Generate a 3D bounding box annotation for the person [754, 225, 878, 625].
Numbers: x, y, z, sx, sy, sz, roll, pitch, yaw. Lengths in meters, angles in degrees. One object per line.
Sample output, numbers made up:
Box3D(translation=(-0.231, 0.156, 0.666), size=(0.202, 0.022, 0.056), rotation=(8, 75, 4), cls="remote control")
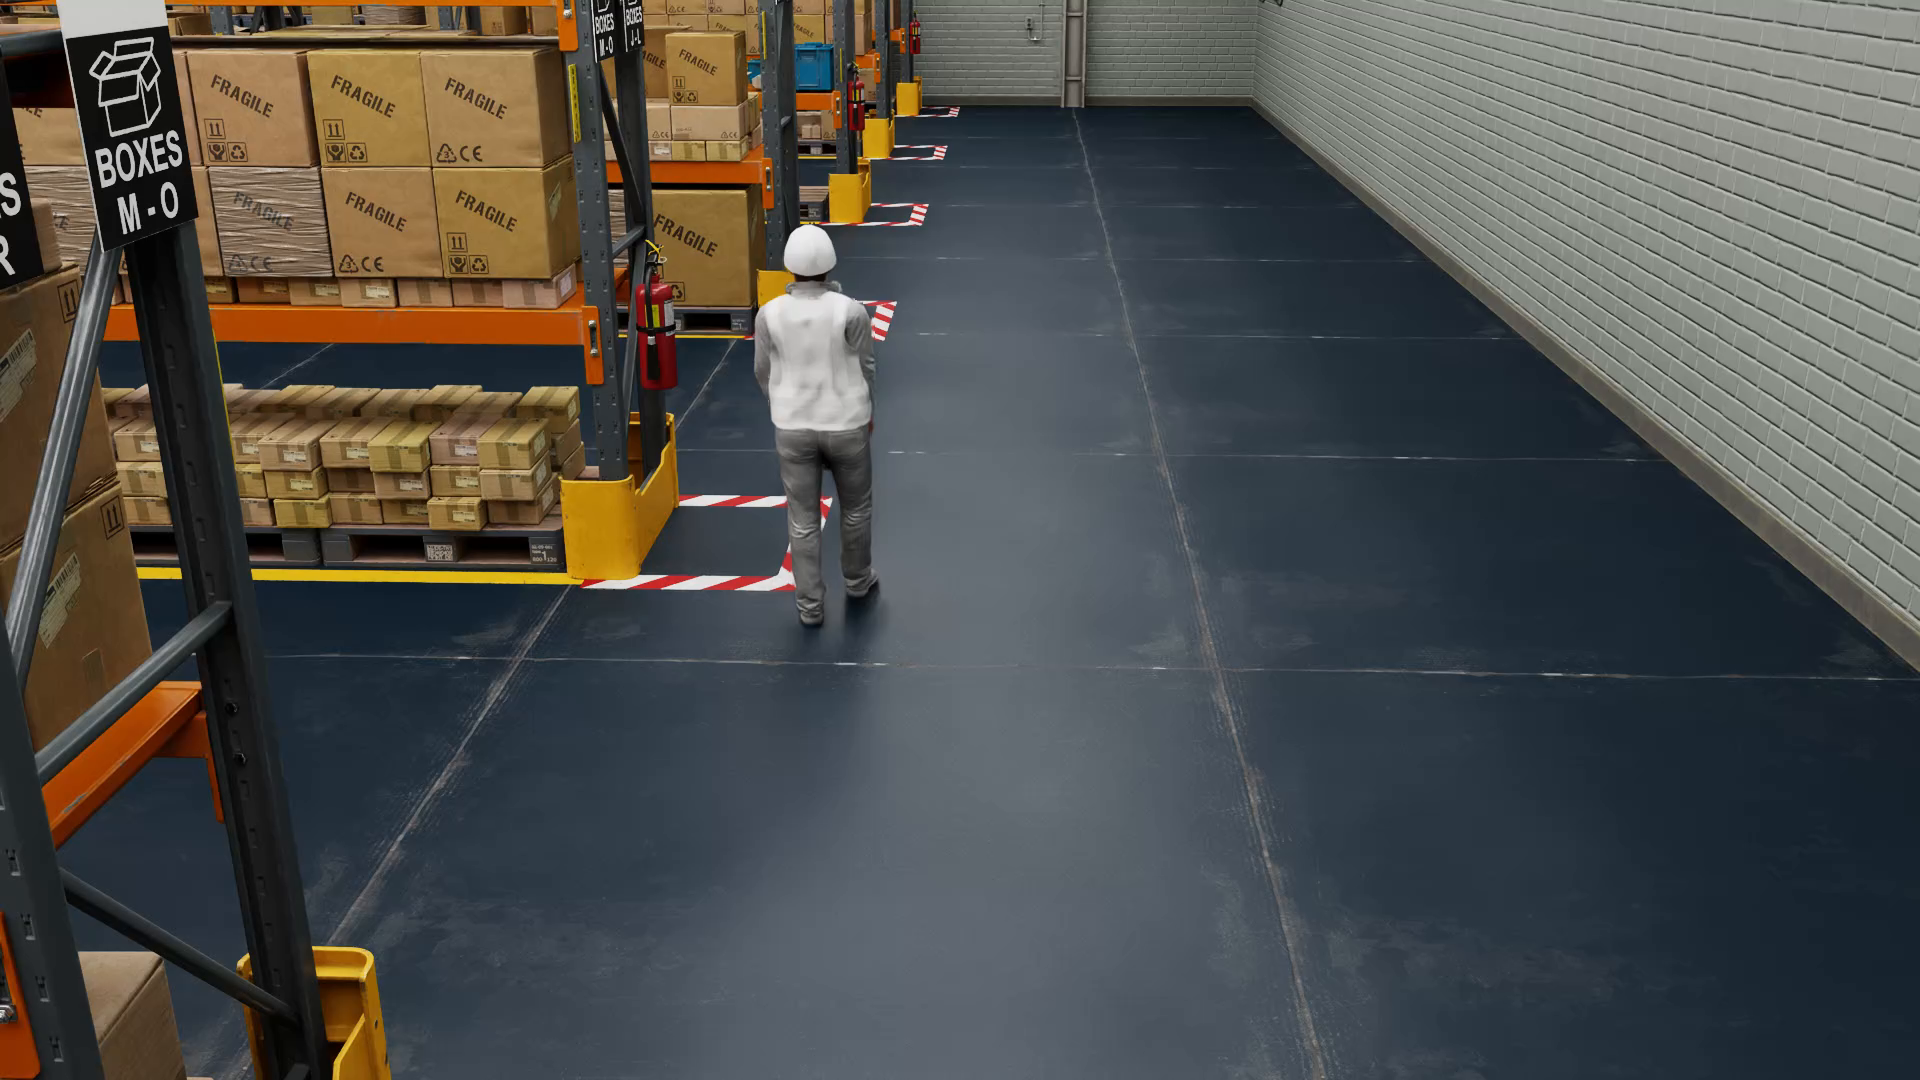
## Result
Box3D(translation=(-0.633, -0.544, 7.454), size=(0.539, 1.769, 0.633), rotation=(1, 21, 1), cls="person")
